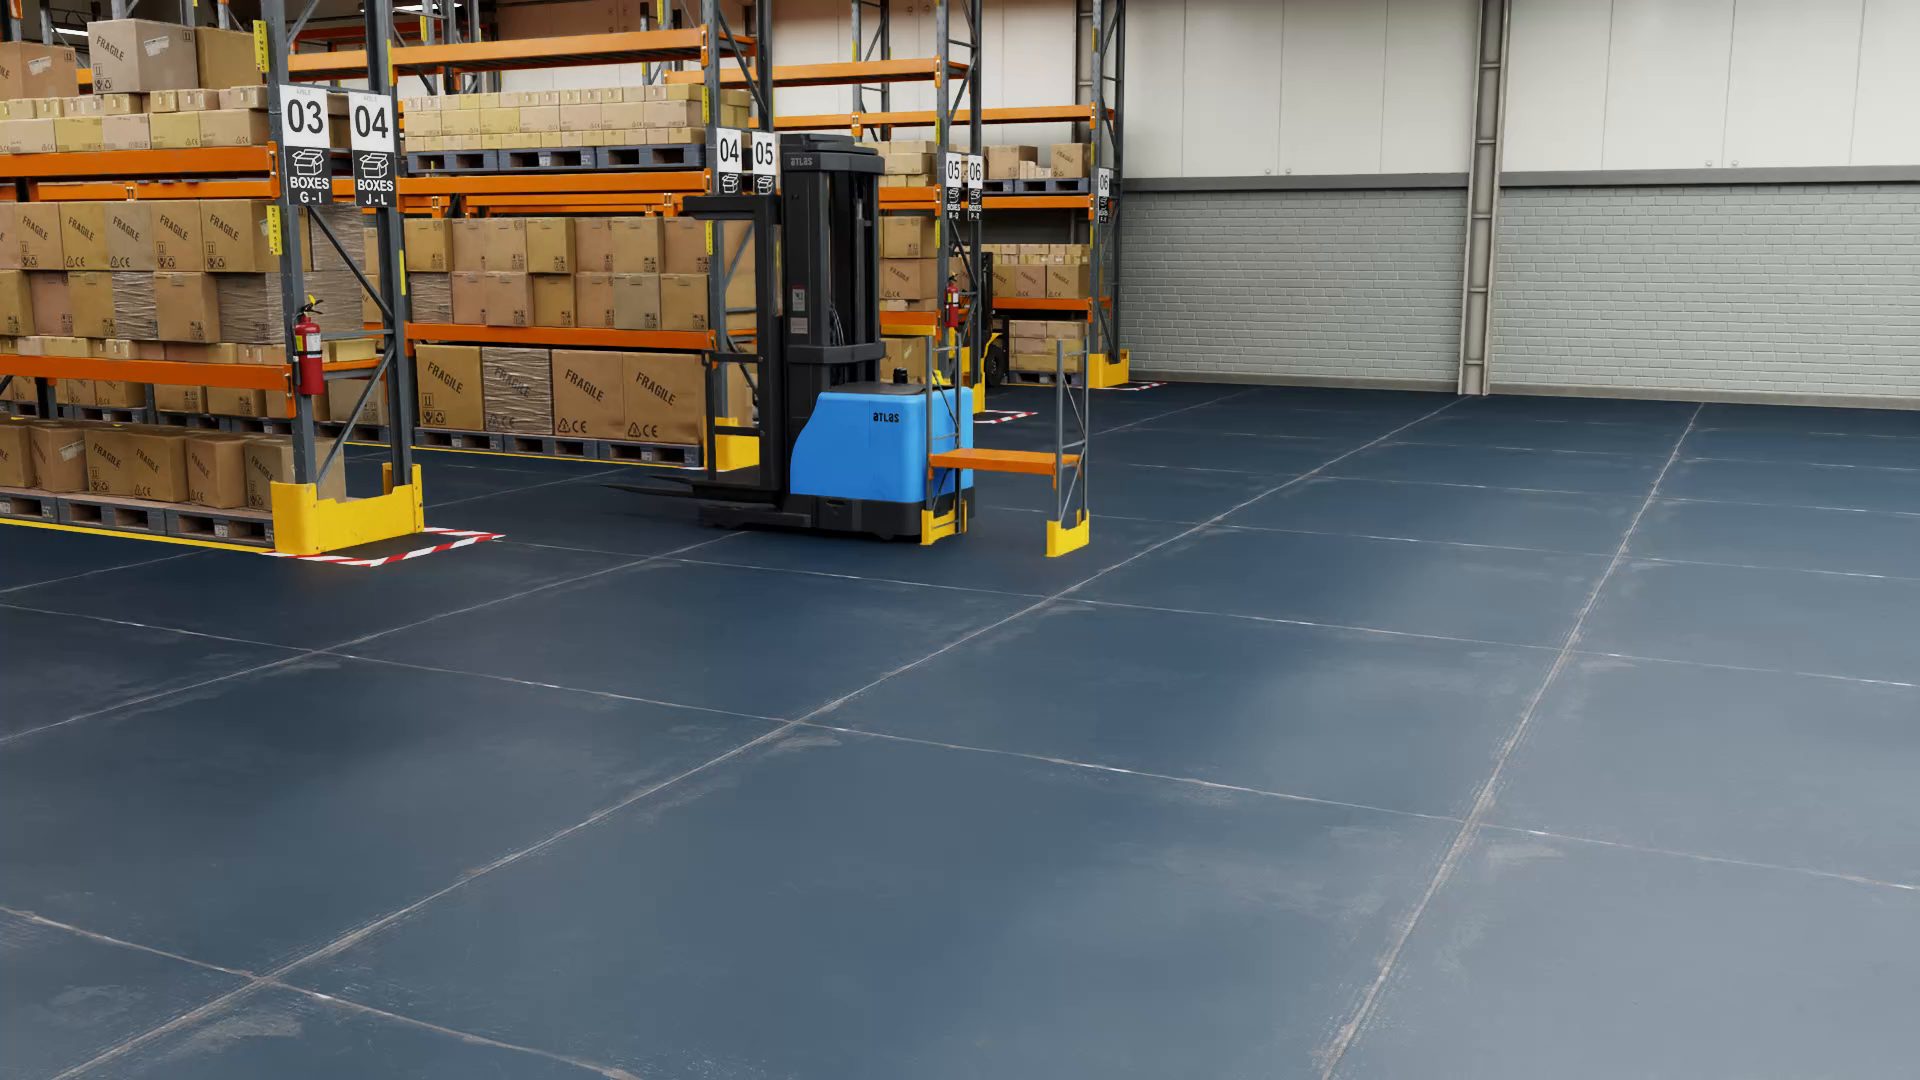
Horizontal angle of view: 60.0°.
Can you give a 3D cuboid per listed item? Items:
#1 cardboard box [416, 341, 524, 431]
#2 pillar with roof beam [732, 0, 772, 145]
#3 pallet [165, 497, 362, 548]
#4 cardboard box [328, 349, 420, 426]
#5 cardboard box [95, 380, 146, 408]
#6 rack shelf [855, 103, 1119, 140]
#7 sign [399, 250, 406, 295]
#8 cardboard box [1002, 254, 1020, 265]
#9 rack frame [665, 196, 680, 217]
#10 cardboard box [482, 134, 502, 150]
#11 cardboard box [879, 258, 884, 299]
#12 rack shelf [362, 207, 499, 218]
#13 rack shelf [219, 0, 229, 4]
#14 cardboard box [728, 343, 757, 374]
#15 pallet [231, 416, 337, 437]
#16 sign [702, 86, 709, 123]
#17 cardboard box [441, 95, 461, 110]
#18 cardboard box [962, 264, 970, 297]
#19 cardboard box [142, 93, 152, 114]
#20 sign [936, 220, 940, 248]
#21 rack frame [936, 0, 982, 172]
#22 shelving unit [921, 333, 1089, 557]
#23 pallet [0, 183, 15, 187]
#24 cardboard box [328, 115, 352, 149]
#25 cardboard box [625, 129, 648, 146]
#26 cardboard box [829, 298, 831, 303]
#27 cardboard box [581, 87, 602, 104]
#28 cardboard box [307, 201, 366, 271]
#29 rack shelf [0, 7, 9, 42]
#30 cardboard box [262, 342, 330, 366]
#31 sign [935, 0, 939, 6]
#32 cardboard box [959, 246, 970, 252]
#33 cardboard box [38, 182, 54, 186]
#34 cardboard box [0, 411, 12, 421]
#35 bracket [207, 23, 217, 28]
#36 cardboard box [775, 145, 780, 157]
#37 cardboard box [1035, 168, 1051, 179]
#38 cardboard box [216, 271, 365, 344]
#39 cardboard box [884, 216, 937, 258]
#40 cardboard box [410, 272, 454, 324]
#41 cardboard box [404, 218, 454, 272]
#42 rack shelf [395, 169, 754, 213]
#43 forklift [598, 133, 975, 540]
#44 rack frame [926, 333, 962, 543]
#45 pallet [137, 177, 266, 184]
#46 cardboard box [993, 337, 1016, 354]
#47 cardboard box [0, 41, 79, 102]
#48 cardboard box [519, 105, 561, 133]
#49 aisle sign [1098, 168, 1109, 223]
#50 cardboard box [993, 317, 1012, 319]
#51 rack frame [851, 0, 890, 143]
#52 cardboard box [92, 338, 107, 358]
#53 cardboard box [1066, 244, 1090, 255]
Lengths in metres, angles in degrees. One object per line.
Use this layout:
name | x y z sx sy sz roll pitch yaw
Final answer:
cardboard box | -5.158 -1.664 17.790 0.875 0.875 0.875 5 11 27
pillar with roof beam | -5.323 -6.776 24.404 0.548 9.000 9.100 5 11 26
pallet | -5.170 -0.168 12.566 1.213 0.211 1.003 5 11 26
cardboard box | -6.288 -1.698 18.328 0.750 0.750 1.050 5 11 26
cardboard box | -9.984 -1.866 19.957 0.500 0.500 0.500 5 11 26
rack shelf | 0.395 -6.399 25.463 4.000 0.370 1.077 5 11 26
sign | -4.149 -1.977 12.301 0.005 0.325 0.100 5 11 26
cardboard box | 0.828 -4.272 25.308 0.250 0.149 0.380 5 11 24
rack frame | -3.592 -3.362 22.386 0.127 3.000 1.000 5 11 26
cardboard box | -4.602 -4.009 16.783 0.250 0.149 0.380 5 11 25
cardboard box | -1.060 -3.282 20.825 0.500 0.500 0.500 5 11 26
rack shelf | -10.366 -6.066 30.919 4.000 0.370 1.077 5 11 26
rack shelf | -8.972 -8.069 24.232 4.000 0.370 1.077 5 11 26
cardboard box | -2.697 -2.455 21.809 0.500 0.500 0.500 6 12 28
pallet | -7.515 -1.336 19.022 1.213 0.211 1.003 5 11 26
sign | -2.357 -4.036 15.421 0.005 0.325 0.100 5 11 26
cardboard box | -5.059 -4.442 16.933 0.250 0.149 0.380 5 11 25
cardboard box | 0.254 -4.007 25.666 0.500 0.500 0.500 5 11 26
cardboard box | -5.654 -3.134 12.001 0.250 0.149 0.380 5 11 26
sign | -0.268 -3.685 20.032 0.005 0.325 0.100 5 11 26
rack frame | -0.004 -5.999 20.110 0.127 3.000 1.000 5 11 26
shelving unit | 0.327 -0.706 11.922 1.083 1.500 0.587 5 12 27
pallet | -11.428 -4.431 20.395 1.003 0.211 1.213 5 11 26
cardboard box | -4.707 -2.946 12.084 0.500 0.250 0.500 5 12 28
cardboard box | -3.008 -3.869 16.009 0.250 0.149 0.380 5 11 27
cardboard box | -1.612 -3.009 21.136 0.250 0.149 0.380 5 11 25
cardboard box | -3.466 -4.302 16.161 0.250 0.149 0.380 5 11 26
cardboard box | -4.762 -2.239 12.255 0.500 0.500 0.500 5 11 26
rack shelf | -9.770 -4.339 14.077 4.000 0.370 1.077 5 11 26
cardboard box | -4.736 -1.330 11.864 0.250 0.149 0.380 5 11 26
sign | -0.268 -6.450 19.532 0.005 0.325 0.100 5 11 26
cardboard box | 0.178 -4.492 25.691 0.250 0.149 0.380 5 11 26
cardboard box | -10.804 -4.486 19.892 0.500 0.500 0.500 5 11 26
cardboard box | -8.518 -0.818 14.111 0.500 0.500 0.700 4 11 21
bracket | -14.708 -10.157 32.975 0.430 0.232 0.235 5 11 26
cardboard box | -2.261 -4.936 21.127 0.250 0.149 0.380 5 11 25
cardboard box | 1.311 -5.465 24.828 0.250 0.149 0.380 5 11 24
cardboard box | -4.870 -1.708 12.128 0.500 0.500 0.875 5 11 26
cardboard box | -0.559 -3.740 20.550 0.500 0.500 0.700 5 11 24
cardboard box | -5.355 -2.611 17.811 0.550 0.550 0.875 5 11 26
cardboard box | -5.376 -3.135 17.674 0.550 0.550 0.875 5 11 26
rack shelf | -3.898 -3.528 16.900 4.000 0.370 1.077 5 11 26
forklift | -1.435 -1.602 12.850 3.031 2.935 1.130 5 12 27
rack frame | -0.117 -0.747 12.147 0.032 1.500 0.500 5 12 27
pallet | -8.677 -4.220 19.232 1.003 0.211 1.213 6 12 28
cardboard box | 0.696 -3.007 25.560 0.500 0.250 0.500 5 11 25
cardboard box | -7.460 -3.703 13.323 0.500 0.500 0.500 5 11 24
cardboard box | -4.017 -4.166 16.530 0.500 0.250 0.500 5 11 26
aisle sign | 2.117 -5.067 24.507 0.004 0.787 0.394 5 11 26
cardboard box | 0.491 -3.375 26.192 0.500 0.250 0.500 5 11 25
rack frame | -1.399 -7.108 26.234 0.127 3.000 1.000 5 11 26
cardboard box | -6.321 -1.463 12.594 0.250 0.149 0.380 5 11 26
cardboard box | 1.774 -4.350 24.903 0.250 0.149 0.380 5 11 26
